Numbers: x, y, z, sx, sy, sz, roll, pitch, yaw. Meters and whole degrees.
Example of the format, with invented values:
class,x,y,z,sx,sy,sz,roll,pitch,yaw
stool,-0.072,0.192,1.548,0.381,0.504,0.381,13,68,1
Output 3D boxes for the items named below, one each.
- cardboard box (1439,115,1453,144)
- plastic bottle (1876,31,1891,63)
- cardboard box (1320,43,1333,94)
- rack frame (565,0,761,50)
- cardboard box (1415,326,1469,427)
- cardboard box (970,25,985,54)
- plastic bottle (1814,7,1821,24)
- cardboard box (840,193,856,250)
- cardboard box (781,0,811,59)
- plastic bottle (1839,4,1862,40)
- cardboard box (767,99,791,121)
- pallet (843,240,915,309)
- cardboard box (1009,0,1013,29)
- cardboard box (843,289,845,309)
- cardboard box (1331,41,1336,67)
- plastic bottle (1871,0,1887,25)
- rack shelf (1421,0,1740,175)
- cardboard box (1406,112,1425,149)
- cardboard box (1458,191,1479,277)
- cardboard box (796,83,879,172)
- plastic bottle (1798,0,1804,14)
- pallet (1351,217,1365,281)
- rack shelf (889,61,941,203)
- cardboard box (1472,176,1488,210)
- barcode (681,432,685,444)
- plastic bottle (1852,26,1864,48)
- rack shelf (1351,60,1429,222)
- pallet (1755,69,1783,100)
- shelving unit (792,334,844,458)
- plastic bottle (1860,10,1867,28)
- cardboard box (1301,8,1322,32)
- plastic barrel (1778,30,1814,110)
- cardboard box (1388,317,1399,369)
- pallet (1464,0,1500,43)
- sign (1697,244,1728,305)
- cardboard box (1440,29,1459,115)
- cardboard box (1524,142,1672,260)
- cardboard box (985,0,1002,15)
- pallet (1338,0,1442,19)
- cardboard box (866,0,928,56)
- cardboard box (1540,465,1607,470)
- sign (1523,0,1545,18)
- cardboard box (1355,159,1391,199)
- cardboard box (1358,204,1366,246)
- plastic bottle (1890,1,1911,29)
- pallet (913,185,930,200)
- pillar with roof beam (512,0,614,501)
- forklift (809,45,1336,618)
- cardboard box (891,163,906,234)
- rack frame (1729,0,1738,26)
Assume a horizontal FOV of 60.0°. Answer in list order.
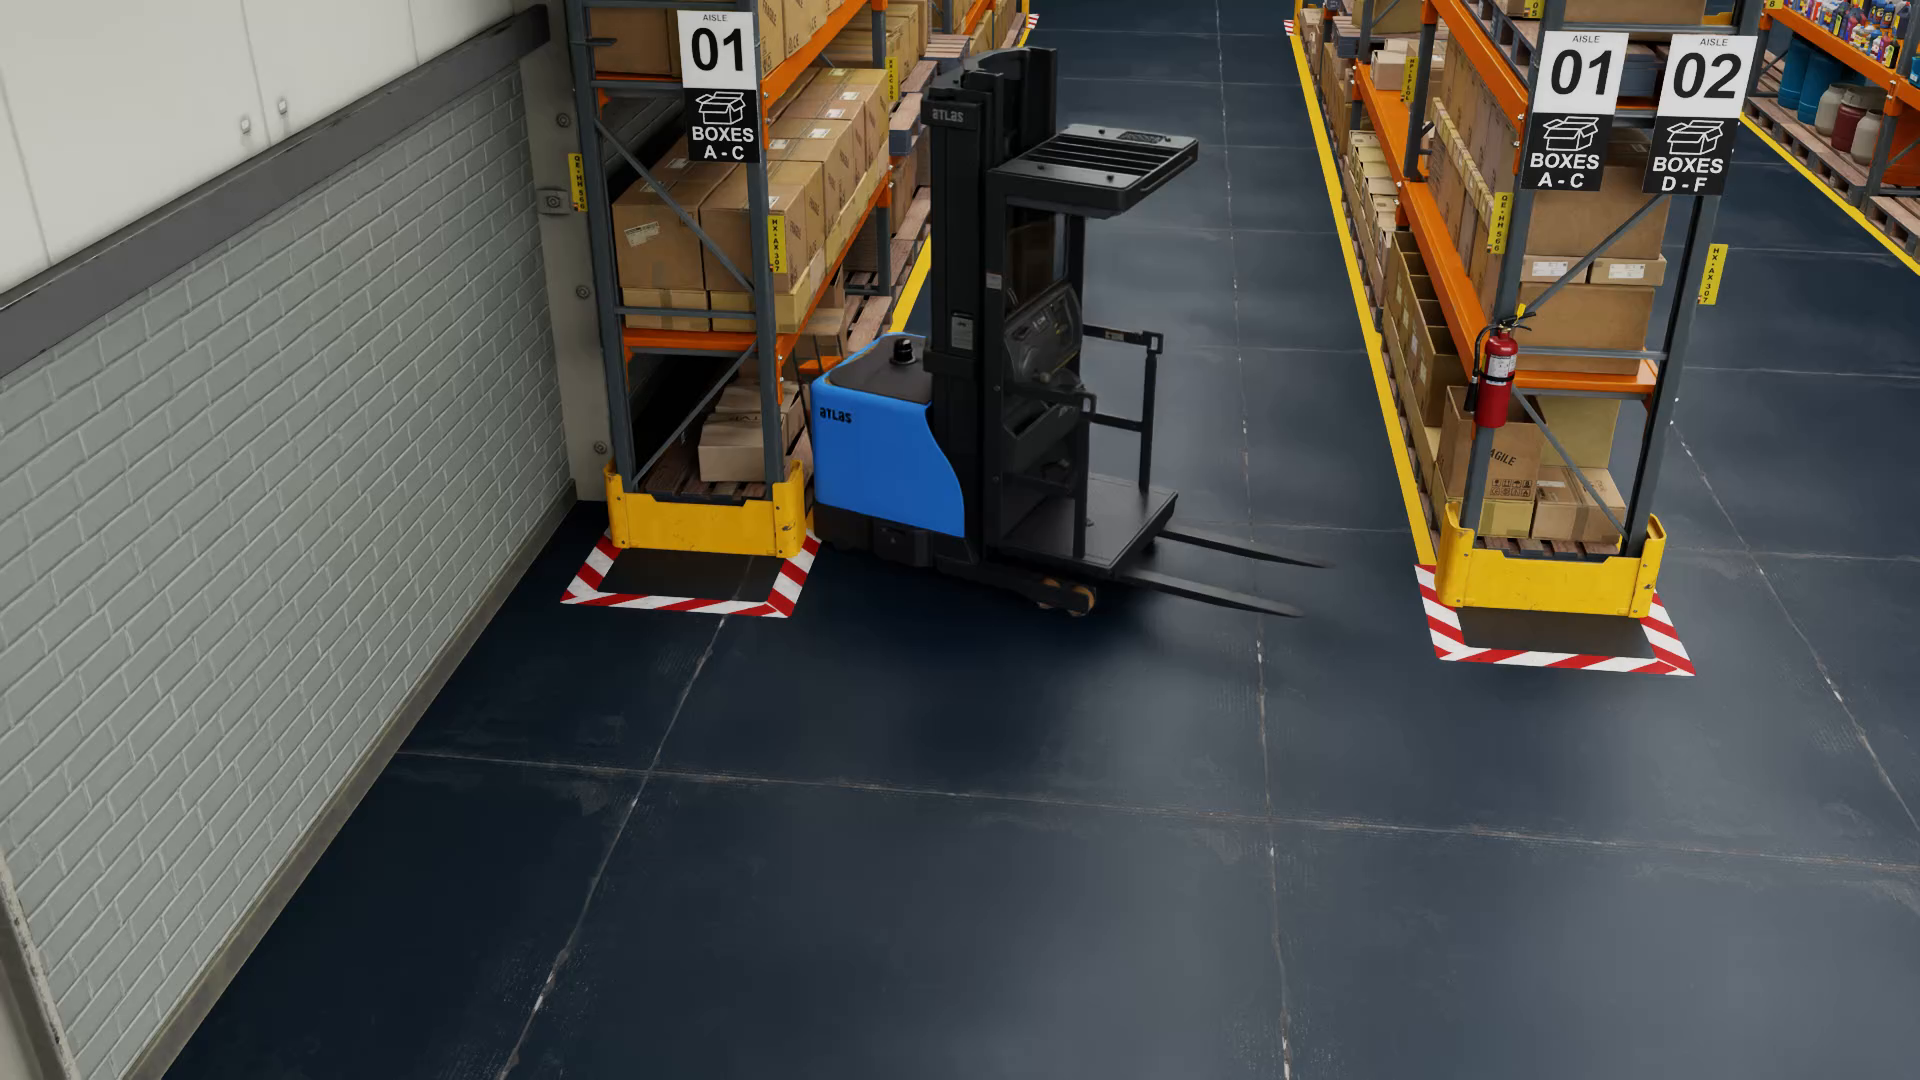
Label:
class,x,y,z,sx,sy,sz,roll,pitch,yaw
cardboard box,3.566,-2.859,11.605,0.380,0.149,0.250,3,28,5
plastic bottle,8.912,-4.750,16.028,0.061,0.283,0.133,3,28,6
cardboard box,4.531,-5.530,19.524,0.500,0.500,0.500,2,28,4
rack frame,-1.555,-3.929,8.055,1.000,3.000,0.127,3,28,6
cardboard box,3.240,-1.048,10.697,0.500,0.500,0.500,3,28,6
cardboard box,-0.141,-5.443,19.014,0.750,0.750,0.750,4,29,8
plastic bottle,9.158,-5.589,17.670,0.097,0.201,0.097,0,28,0
cardboard box,-0.998,-2.164,11.242,0.500,0.250,0.500,4,29,7
cardboard box,-1.165,-3.055,9.469,0.500,0.500,0.500,5,29,10
plastic bottle,9.084,-5.282,16.943,0.144,0.351,0.185,3,28,6
cardboard box,-1.464,-2.757,11.551,0.500,0.500,0.500,4,29,8
pallet,-0.971,-2.310,14.315,1.003,0.211,1.213,3,28,6
cardboard box,0.357,-7.333,22.891,0.700,0.500,0.500,3,28,6
cardboard box,-1.101,-1.863,13.070,0.380,0.166,0.250,0,28,0
cardboard box,4.408,-5.389,18.472,0.500,0.250,0.500,3,29,6
plastic bottle,9.771,-5.626,17.665,0.097,0.271,0.097,0,28,0
rack shelf,3.607,-2.947,10.153,1.077,0.370,4.000,3,28,6
cardboard box,3.777,-3.250,13.262,0.396,0.266,0.258,3,28,5
cardboard box,3.618,-1.994,10.682,0.700,0.500,0.500,4,29,8
cardboard box,-0.872,-2.968,11.943,0.500,0.500,0.500,3,28,6
plastic bottle,9.226,-5.883,18.143,0.097,0.271,0.097,0,28,0
pallet,4.050,-2.582,14.820,1.003,0.211,1.213,3,28,6
rack shelf,-0.820,-3.795,14.891,1.077,0.370,4.000,3,28,6
cardboard box,3.377,-2.132,10.255,0.380,0.149,0.250,4,29,8
barcode,-1.776,-0.654,10.663,0.001,0.075,0.075,3,28,6
plastic bottle,9.016,-5.042,16.656,0.097,0.201,0.097,0,28,0
rack shelf,4.097,-3.509,14.360,1.077,0.370,4.000,3,28,6
pallet,9.799,-5.481,20.202,1.003,0.211,1.213,3,28,6
shelving unit,-0.820,-0.758,10.523,0.215,1.050,0.252,5,27,30
plastic bottle,9.189,-5.258,16.971,0.061,0.283,0.133,3,28,6
cardboard box,4.913,-7.042,22.593,0.500,0.250,0.500,3,28,6
plastic barrel,9.664,-5.367,18.819,0.600,0.901,0.708,3,28,6
cardboard box,3.428,-1.423,12.185,0.500,0.250,0.500,3,28,6
pallet,3.621,-3.191,9.940,1.003,0.211,1.213,3,28,6
sign,3.912,-1.383,8.658,0.100,0.325,0.005,3,28,6
cardboard box,3.804,-3.291,11.722,0.700,0.500,0.500,3,29,6
cardboard box,3.438,-1.861,9.068,0.700,0.500,0.500,3,29,6
cardboard box,0.332,-6.803,21.224,0.380,0.149,0.250,4,29,8
pallet,4.576,-5.599,17.682,1.003,0.211,1.213,3,28,6
cardboard box,-0.664,-4.805,15.437,0.700,0.500,0.500,1,28,1
cardboard box,3.706,-0.451,10.381,0.500,0.250,0.500,3,28,6
sign,2.825,-2.715,8.115,0.100,0.325,0.005,3,28,6
cardboard box,3.865,-3.272,15.025,0.500,0.311,0.500,3,28,5
cardboard box,3.805,-2.789,14.721,0.500,0.250,0.500,4,29,7
plastic bottle,9.869,-5.520,17.464,0.152,0.276,0.135,3,28,6
pallet,-0.672,-3.458,16.446,1.003,0.211,1.213,3,28,6
pillar with roof beam,1.945,-4.059,8.296,9.100,9.000,0.400,3,28,6
forklift,0.654,-1.145,9.285,3.031,2.935,1.130,14,31,24
cardboard box,-0.875,-3.095,15.005,0.700,0.500,0.500,4,29,7
rack frame,10.238,-8.244,22.389,1.000,3.000,0.127,3,28,6
